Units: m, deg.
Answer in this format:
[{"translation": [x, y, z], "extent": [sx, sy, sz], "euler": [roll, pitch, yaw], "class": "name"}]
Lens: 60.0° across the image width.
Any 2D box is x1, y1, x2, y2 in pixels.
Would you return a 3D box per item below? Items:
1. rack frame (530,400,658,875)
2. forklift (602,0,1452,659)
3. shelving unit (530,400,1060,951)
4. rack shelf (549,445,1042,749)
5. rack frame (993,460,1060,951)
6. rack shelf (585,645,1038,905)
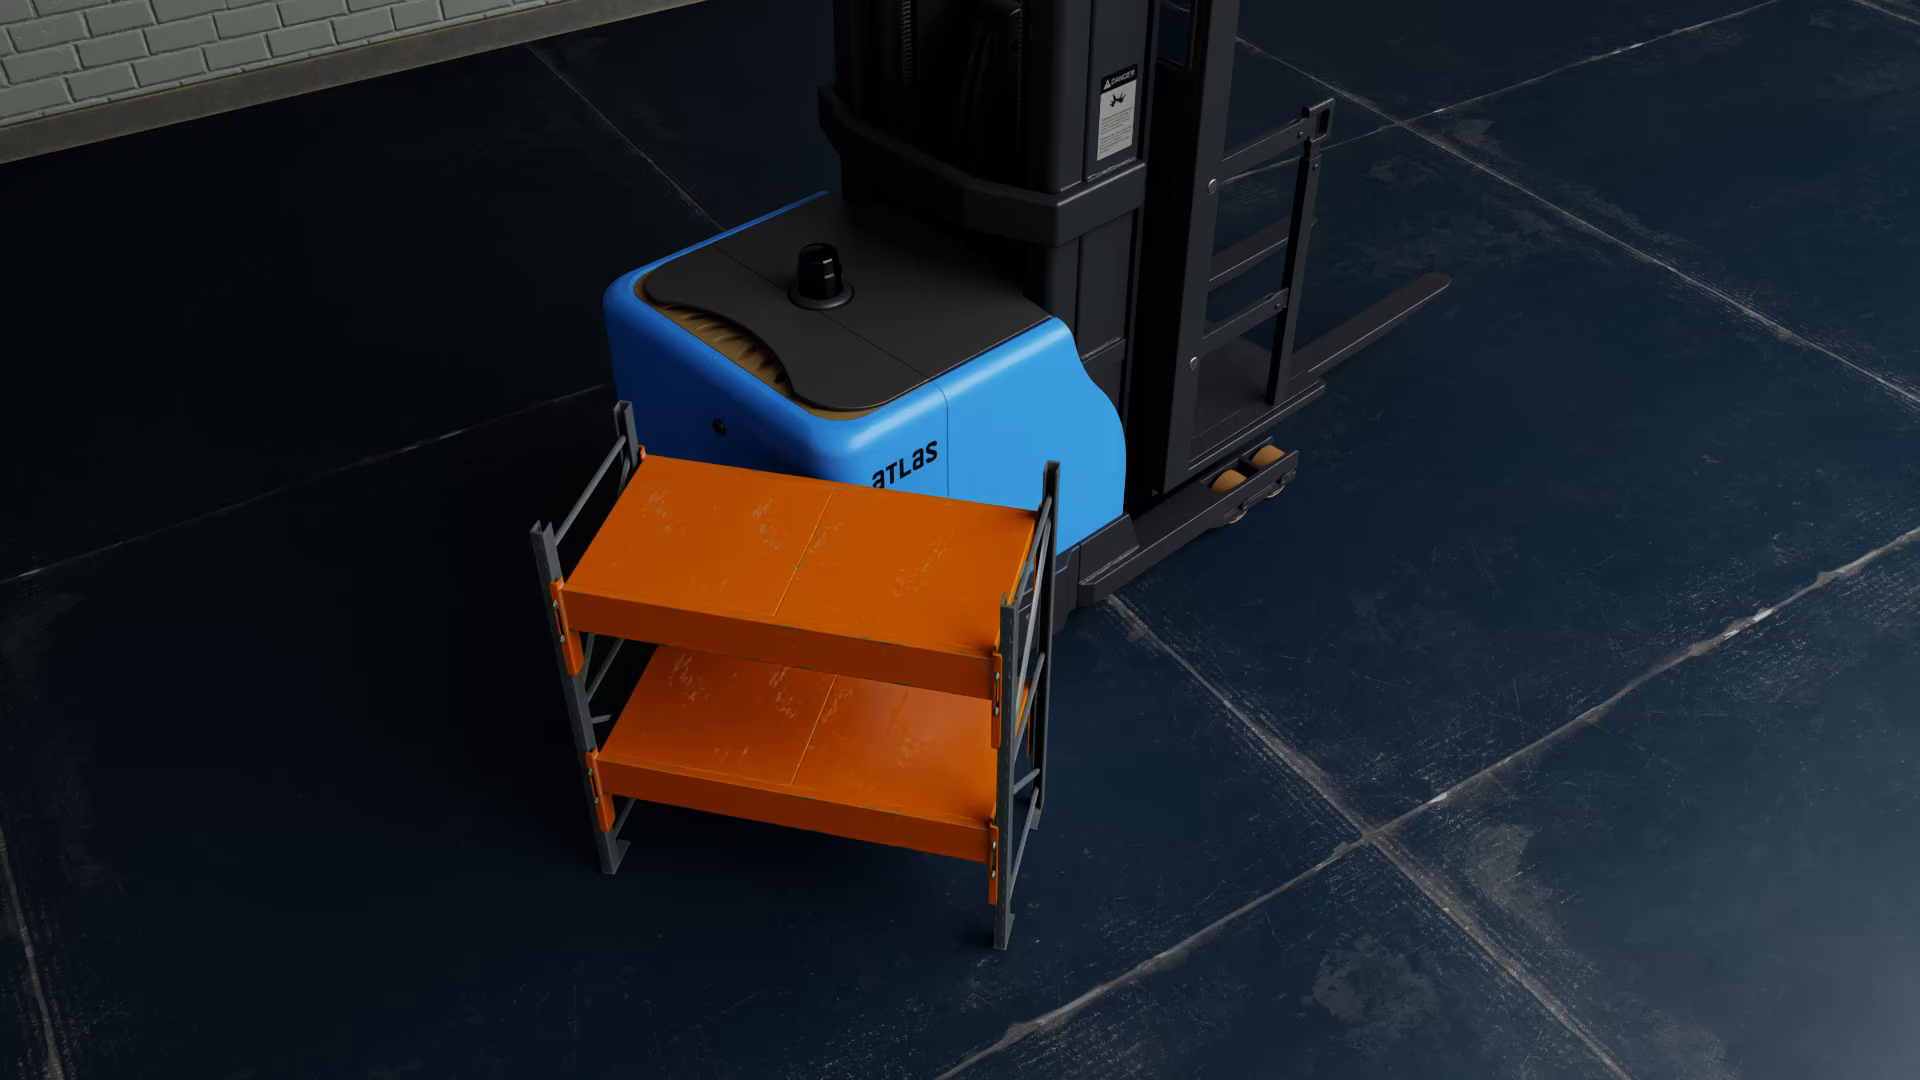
[{"translation": [-0.838, 0.263, 4.056], "extent": [0.032, 1.125, 0.500], "euler": [9, 41, 10], "class": "rack frame"}, {"translation": [0.456, -1.399, 4.640], "extent": [3.031, 2.935, 1.130], "euler": [-31, 49, -32], "class": "forklift"}, {"translation": [-0.343, 0.337, 3.967], "extent": [1.048, 1.125, 0.538], "euler": [9, 41, 10], "class": "shelving unit"}, {"translation": [-0.343, 0.112, 3.780], "extent": [1.000, 0.278, 0.538], "euler": [9, 41, 10], "class": "rack shelf"}, {"translation": [0.152, 0.411, 3.878], "extent": [0.032, 1.125, 0.500], "euler": [9, 41, 10], "class": "rack frame"}, {"translation": [-0.343, 0.525, 4.123], "extent": [1.000, 0.278, 0.538], "euler": [9, 41, 10], "class": "rack shelf"}]
